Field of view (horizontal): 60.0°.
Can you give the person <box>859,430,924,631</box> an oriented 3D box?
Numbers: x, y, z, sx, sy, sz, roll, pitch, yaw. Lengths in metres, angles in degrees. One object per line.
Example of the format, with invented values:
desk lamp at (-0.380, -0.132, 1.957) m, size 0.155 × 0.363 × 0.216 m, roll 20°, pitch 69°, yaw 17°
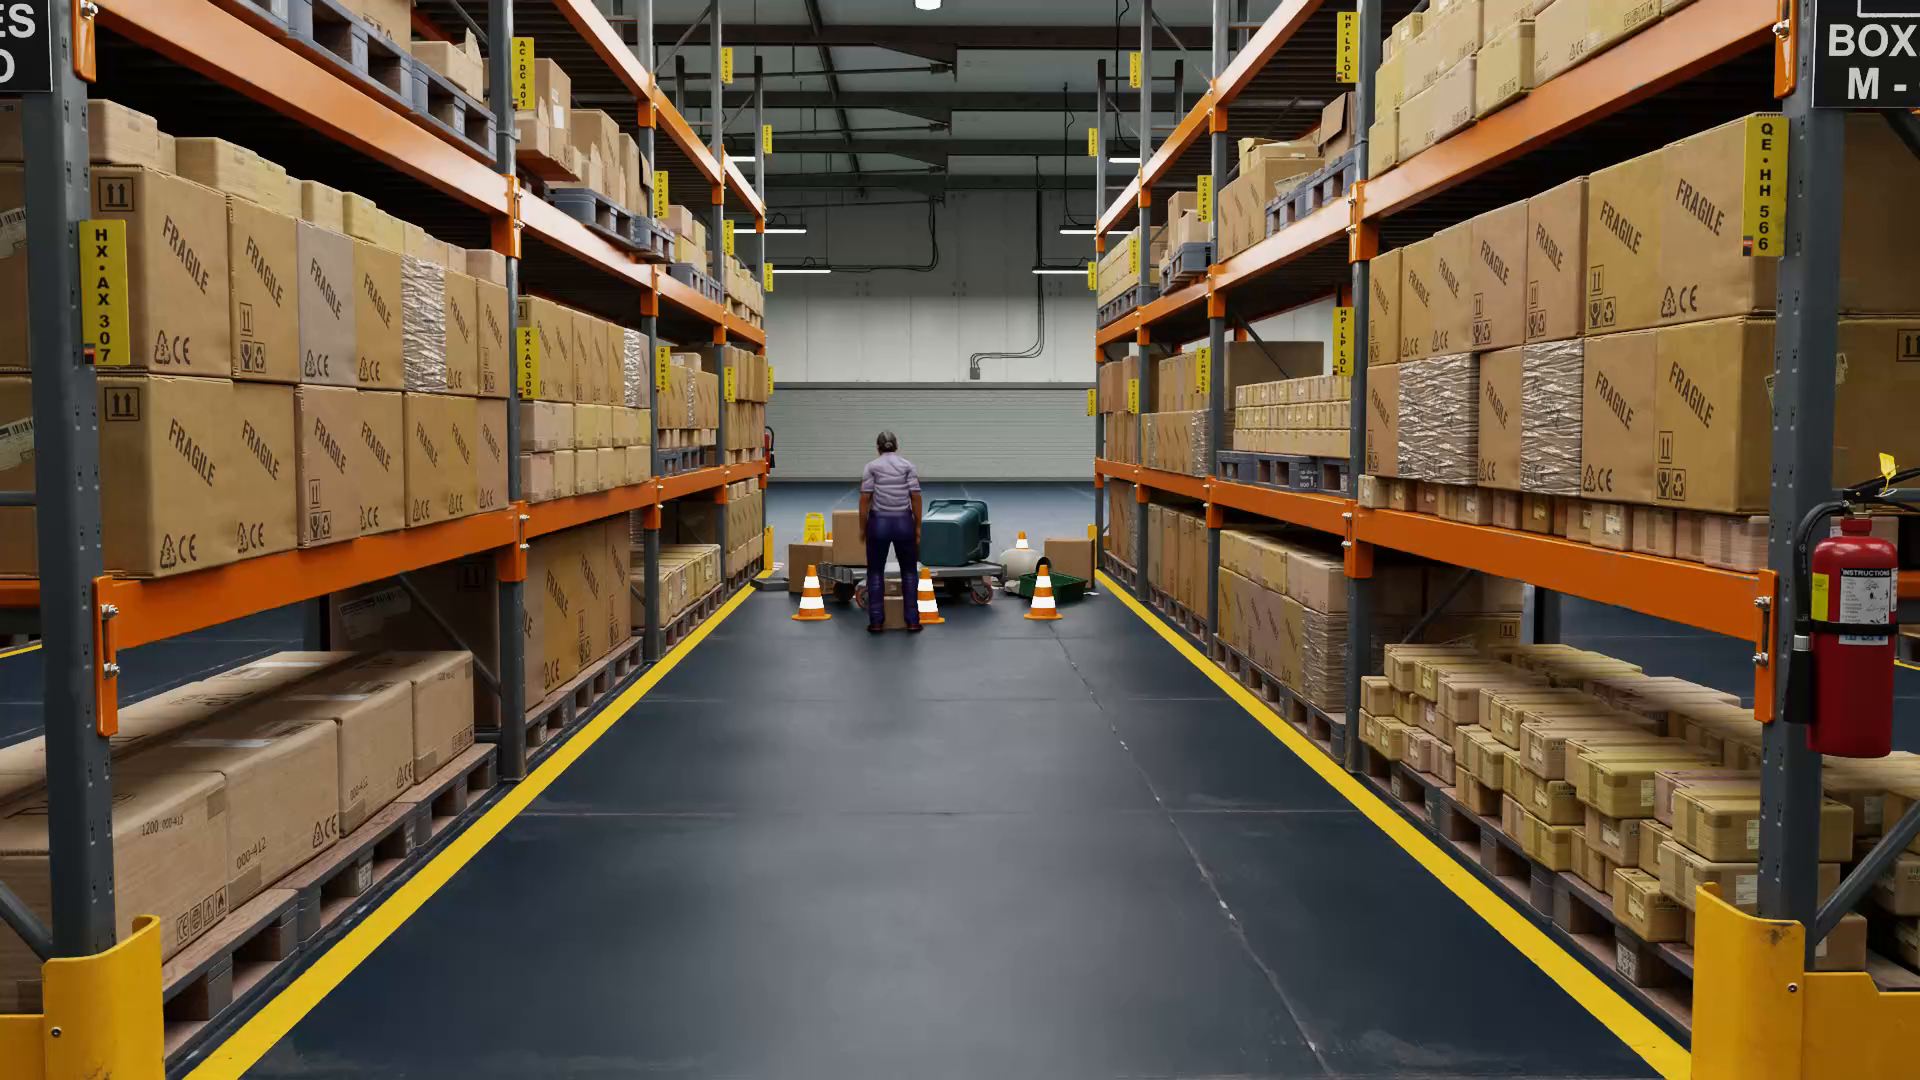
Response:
person at (-0.563, -0.074, 13.662) m, size 0.547 × 1.650 × 0.341 m, roll -1°, pitch 4°, yaw -8°
